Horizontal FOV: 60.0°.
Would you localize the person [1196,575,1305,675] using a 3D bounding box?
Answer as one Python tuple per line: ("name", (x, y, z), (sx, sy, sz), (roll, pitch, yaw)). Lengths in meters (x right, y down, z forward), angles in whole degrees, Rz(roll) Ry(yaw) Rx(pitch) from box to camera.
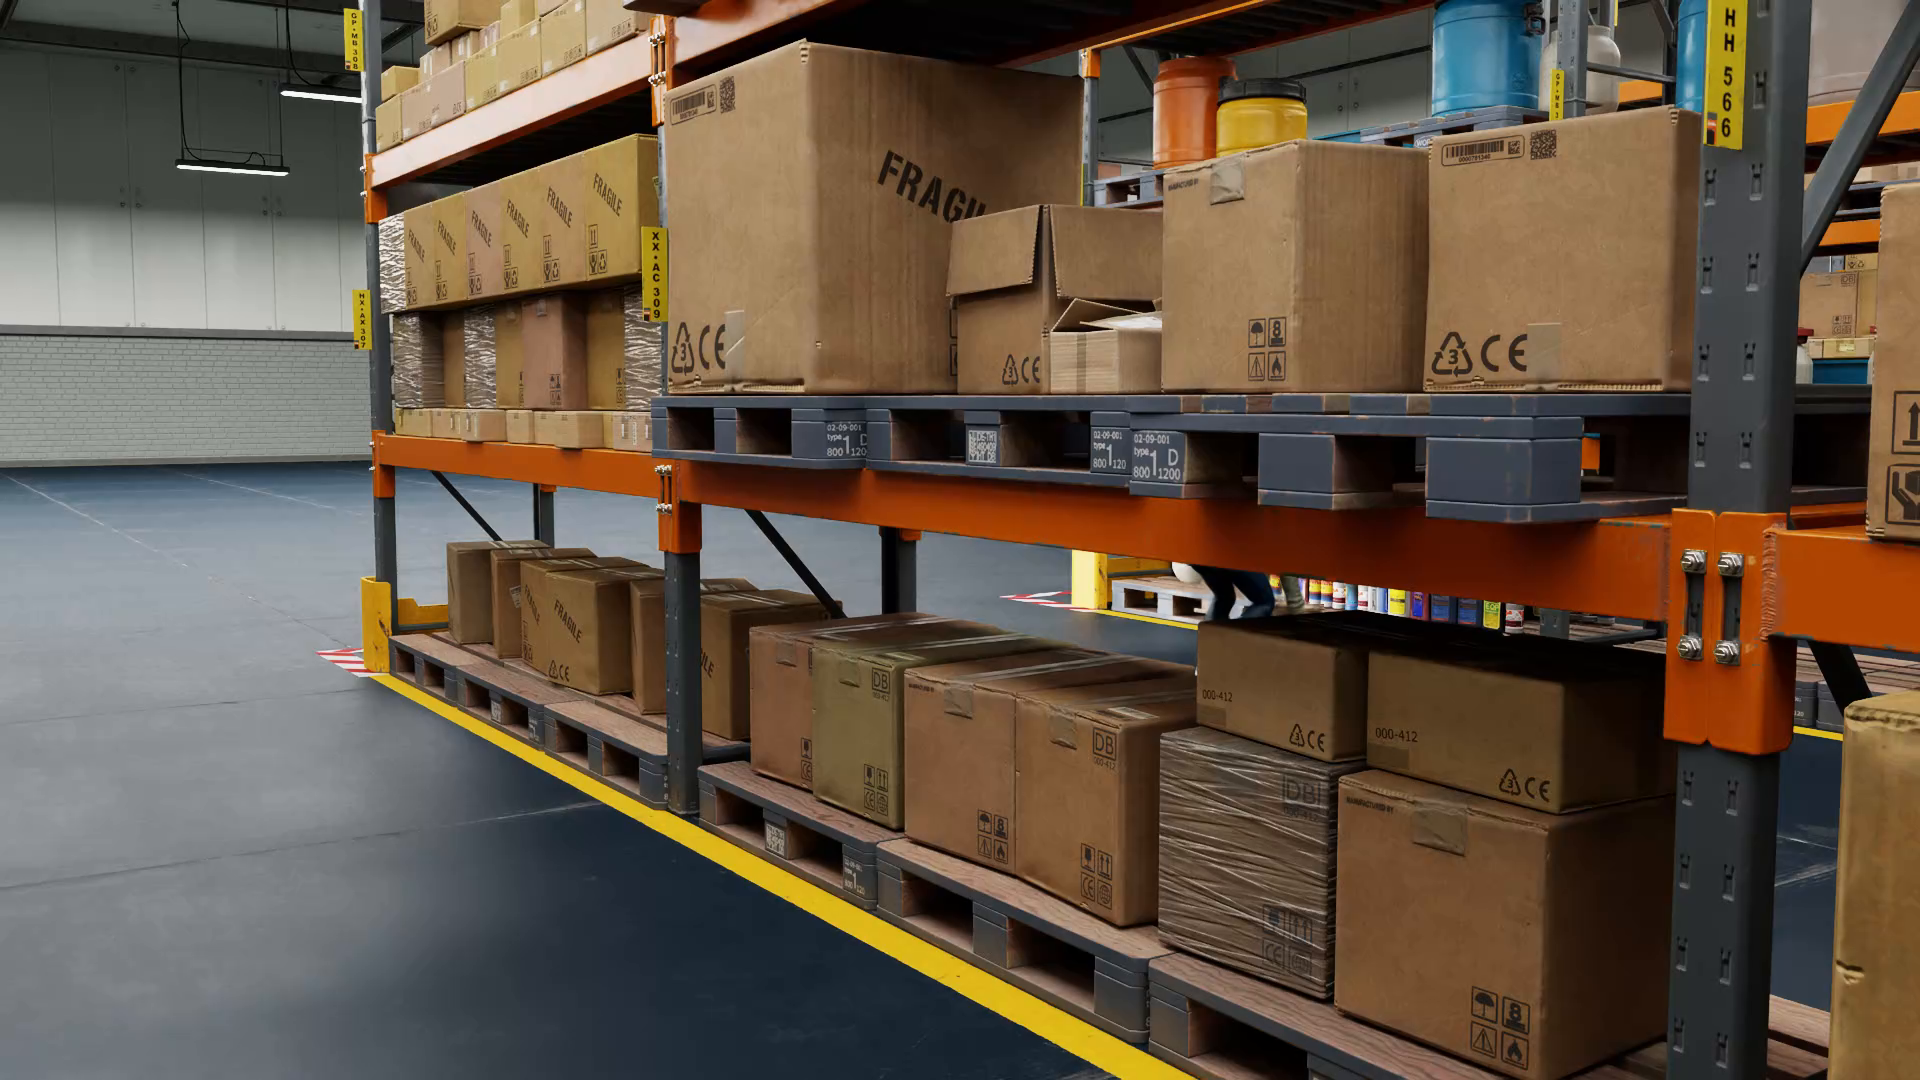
("person", (1.569, 0.304, 8.914), (0.847, 0.887, 0.355), (-4, 6, -36))
